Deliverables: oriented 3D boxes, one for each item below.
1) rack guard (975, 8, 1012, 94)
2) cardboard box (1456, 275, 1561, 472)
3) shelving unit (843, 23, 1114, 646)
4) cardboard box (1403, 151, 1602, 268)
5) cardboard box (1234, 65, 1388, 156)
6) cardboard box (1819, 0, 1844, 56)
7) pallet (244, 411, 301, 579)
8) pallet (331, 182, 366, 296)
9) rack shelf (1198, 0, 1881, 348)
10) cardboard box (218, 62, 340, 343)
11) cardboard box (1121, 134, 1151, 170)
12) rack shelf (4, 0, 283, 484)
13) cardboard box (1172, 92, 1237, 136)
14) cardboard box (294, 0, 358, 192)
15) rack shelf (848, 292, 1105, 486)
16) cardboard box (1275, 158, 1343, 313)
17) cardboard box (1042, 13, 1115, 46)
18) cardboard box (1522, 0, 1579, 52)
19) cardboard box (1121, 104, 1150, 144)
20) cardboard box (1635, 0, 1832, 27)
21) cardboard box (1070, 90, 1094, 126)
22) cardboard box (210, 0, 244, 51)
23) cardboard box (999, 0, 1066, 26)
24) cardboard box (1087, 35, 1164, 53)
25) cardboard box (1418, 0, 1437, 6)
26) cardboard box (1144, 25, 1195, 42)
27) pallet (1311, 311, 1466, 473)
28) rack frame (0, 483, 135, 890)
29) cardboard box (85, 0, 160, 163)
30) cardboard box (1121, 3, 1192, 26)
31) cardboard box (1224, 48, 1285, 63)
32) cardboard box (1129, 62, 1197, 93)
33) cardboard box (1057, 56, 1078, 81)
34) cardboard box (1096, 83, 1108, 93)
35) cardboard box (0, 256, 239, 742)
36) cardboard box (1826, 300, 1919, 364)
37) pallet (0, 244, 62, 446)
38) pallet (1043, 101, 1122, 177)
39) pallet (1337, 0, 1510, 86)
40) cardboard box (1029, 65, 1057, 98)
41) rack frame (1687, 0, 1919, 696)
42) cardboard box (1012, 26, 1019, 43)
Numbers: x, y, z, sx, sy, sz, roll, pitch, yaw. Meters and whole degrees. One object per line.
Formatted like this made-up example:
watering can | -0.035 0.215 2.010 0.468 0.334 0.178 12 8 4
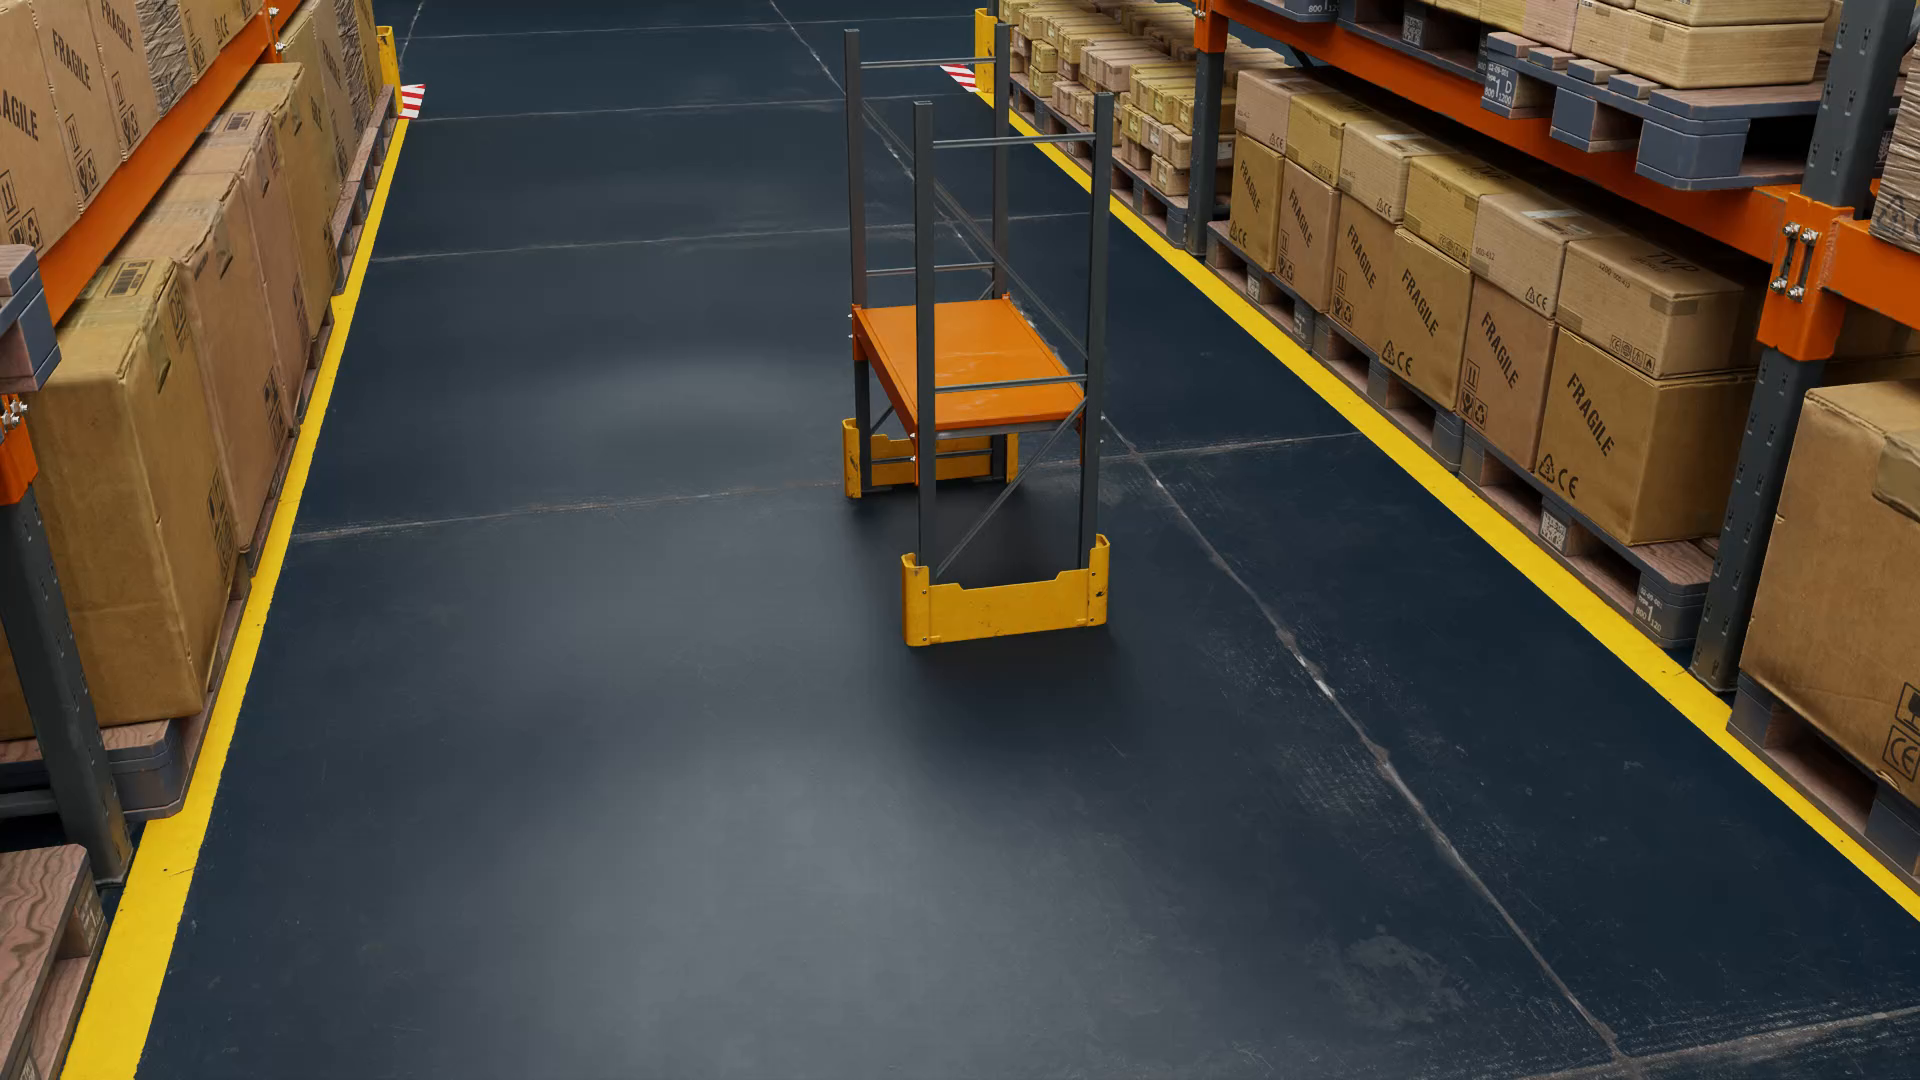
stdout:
rack guard | 0.698 -3.364 11.360 1.175 0.500 0.348 -6 27 -12
cardboard box | 1.968 -0.563 5.345 0.500 0.500 0.500 -5 27 -10
shelving unit | 0.017 -0.636 4.846 0.587 1.500 1.083 -6 27 -12
cardboard box | 1.851 -1.126 5.628 0.500 0.250 0.500 -5 27 -10
cardboard box | 1.492 -1.812 6.987 0.500 0.250 0.500 -7 28 -14
cardboard box | 2.520 -1.411 4.529 0.380 0.149 0.250 -5 27 -9
pallet | -2.747 -0.185 5.383 1.003 0.211 1.213 -6 27 -12
pallet | -3.368 -1.395 7.779 1.003 0.211 1.213 -6 27 -12
rack shelf | 2.033 -1.558 5.806 1.077 0.370 4.000 -6 27 -12
cardboard box | -3.109 -1.258 6.305 1.225 0.875 0.875 -6 27 -11
cardboard box | 1.063 -2.041 8.663 0.380 0.149 0.250 -7 28 -13
rack shelf | -2.822 -1.099 4.896 1.077 0.370 4.000 -6 27 -12
cardboard box | 1.249 -2.067 8.054 0.380 0.149 0.250 -5 27 -10
cardboard box | -3.546 -2.230 8.230 0.875 0.875 0.875 -6 27 -12
rack shelf | 0.019 -0.472 4.919 0.538 0.185 1.000 -6 27 -12
cardboard box | 1.612 -1.245 6.696 0.500 0.500 0.500 -5 27 -9
cardboard box | 0.716 -3.096 10.093 0.380 0.149 0.250 -7 28 -14
cardboard box | 1.813 -1.468 4.643 0.380 0.149 0.250 -5 27 -11
cardboard box | 1.051 -2.144 8.537 0.380 0.149 0.250 -7 28 -13
cardboard box | 1.929 -1.380 4.137 0.380 0.149 0.250 -5 27 -11
cardboard box | 0.849 -2.488 9.547 0.380 0.149 0.250 -6 27 -12
cardboard box | -2.796 -1.947 5.667 0.500 0.500 0.500 -5 27 -10
cardboard box | 0.468 -3.429 10.752 0.380 0.149 0.250 -7 28 -14
cardboard box | 0.934 -2.753 9.412 0.380 0.149 0.250 -6 27 -11
cardboard box | 1.641 -1.810 5.320 0.380 0.149 0.250 -5 27 -10
cardboard box | 1.293 -2.910 9.725 0.380 0.149 0.250 -7 28 -13
pallet | 2.038 -0.634 6.272 1.003 0.211 1.213 -6 27 -12
rack frame | -2.371 -0.542 2.994 1.000 3.000 0.127 -6 27 -12
cardboard box | -2.453 -1.278 4.342 0.500 0.500 0.500 -6 27 -13
cardboard box | 1.230 -3.270 10.437 0.380 0.149 0.250 -7 28 -13
cardboard box | 1.539 -2.575 9.060 0.380 0.149 0.250 -5 27 -10
cardboard box | 1.107 -2.406 8.725 0.380 0.149 0.250 -5 27 -10
cardboard box | 0.802 -2.850 9.935 0.380 0.149 0.250 -7 28 -14
cardboard box | 0.973 -2.494 9.229 0.380 0.149 0.250 -7 28 -14
cardboard box | -2.506 -0.086 3.983 1.225 0.875 0.875 -7 28 -14
cardboard box | 2.565 -0.735 4.852 0.500 0.250 0.500 -7 28 -14
pallet | -2.107 -0.154 2.439 1.213 0.211 1.003 -6 27 -12
pallet | 1.118 -2.340 9.652 1.003 0.211 1.213 -6 27 -12
pallet | 1.998 -1.780 5.661 1.003 0.211 1.213 -6 27 -12
cardboard box | 0.640 -2.827 10.220 0.380 0.149 0.250 -6 27 -11
rack frame | 2.484 -1.001 3.904 1.000 3.000 0.127 -6 27 -12
cardboard box | 0.549 -3.305 10.836 0.380 0.149 0.250 -5 27 -9
